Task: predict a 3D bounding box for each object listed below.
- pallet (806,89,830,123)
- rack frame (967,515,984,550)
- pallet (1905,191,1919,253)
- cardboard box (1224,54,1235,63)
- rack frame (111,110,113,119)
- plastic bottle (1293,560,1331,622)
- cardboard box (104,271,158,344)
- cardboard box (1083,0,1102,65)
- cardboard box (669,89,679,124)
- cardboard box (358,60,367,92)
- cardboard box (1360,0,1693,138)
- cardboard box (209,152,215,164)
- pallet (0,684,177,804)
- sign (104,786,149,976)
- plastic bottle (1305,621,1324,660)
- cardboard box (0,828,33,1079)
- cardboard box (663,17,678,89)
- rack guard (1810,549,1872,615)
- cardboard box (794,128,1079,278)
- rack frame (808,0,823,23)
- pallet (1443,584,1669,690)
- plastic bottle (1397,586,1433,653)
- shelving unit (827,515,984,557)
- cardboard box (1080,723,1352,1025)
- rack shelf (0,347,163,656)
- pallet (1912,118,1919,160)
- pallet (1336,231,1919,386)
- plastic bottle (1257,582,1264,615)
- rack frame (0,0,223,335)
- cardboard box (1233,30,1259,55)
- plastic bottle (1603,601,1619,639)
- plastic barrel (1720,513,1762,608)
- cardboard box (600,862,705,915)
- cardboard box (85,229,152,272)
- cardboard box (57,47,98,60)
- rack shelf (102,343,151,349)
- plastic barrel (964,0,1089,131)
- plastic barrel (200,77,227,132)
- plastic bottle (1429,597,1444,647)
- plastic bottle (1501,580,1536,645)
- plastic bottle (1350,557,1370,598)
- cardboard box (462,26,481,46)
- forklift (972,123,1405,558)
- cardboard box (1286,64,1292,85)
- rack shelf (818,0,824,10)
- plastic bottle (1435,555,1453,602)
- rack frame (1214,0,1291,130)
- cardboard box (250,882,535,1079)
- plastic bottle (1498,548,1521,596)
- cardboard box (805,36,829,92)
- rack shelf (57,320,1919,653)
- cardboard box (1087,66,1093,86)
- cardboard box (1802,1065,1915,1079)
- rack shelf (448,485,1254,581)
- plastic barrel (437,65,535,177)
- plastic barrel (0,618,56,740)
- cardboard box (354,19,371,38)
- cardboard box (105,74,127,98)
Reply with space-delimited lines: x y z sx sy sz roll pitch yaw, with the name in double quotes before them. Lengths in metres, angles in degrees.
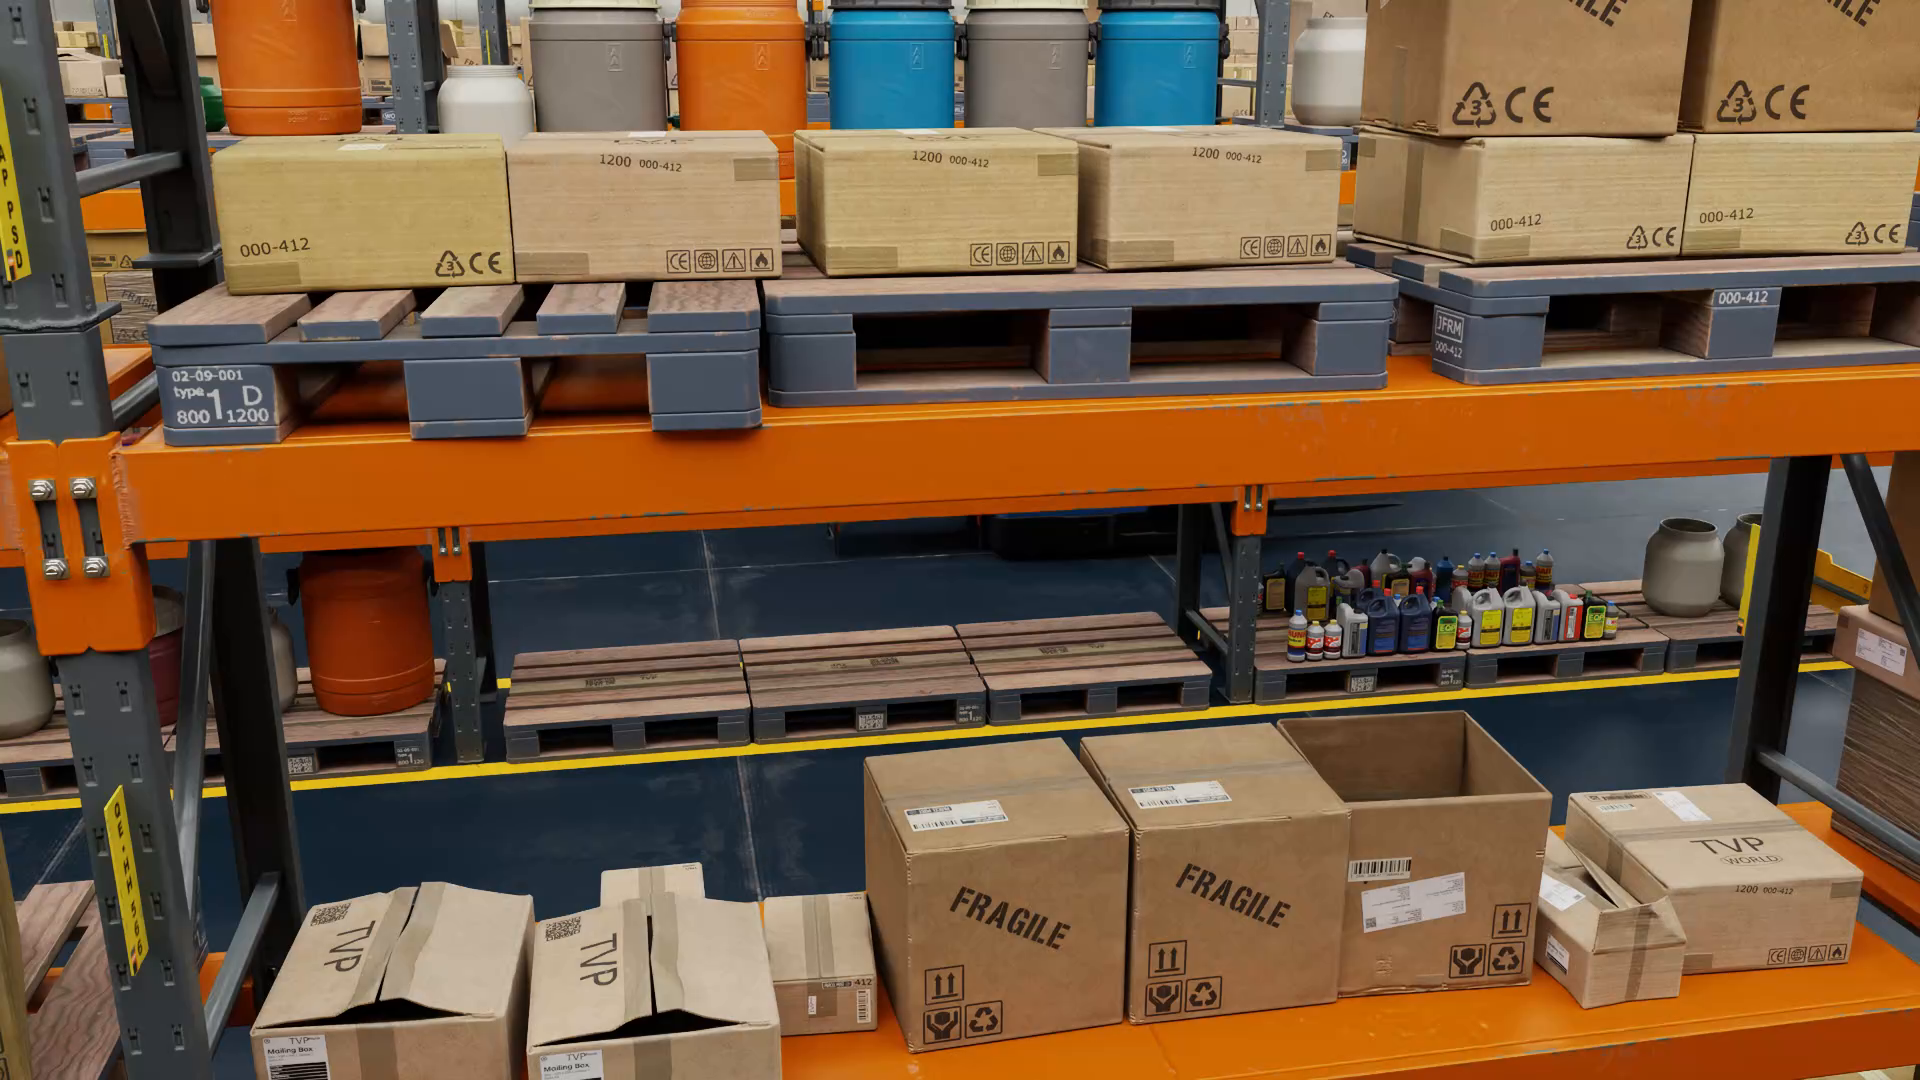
"pallet" -1.166 -3.403 12.993 1.003 0.211 1.213 -3 17 -10
"rack frame" 0.108 -0.543 11.665 0.032 1.125 0.500 -3 17 -10
"pallet" 3.186 -0.712 4.062 1.213 0.211 1.003 -3 17 -10
"cardboard box" 2.802 -5.197 18.058 0.250 0.149 0.380 -3 17 -10
"rack frame" -8.218 -3.111 16.832 0.127 3.000 1.000 -3 17 -10
"plastic bottle" 2.023 0.285 9.537 0.185 0.351 0.144 -3 17 -10
"cardboard box" -5.893 -1.733 12.175 0.500 0.500 0.500 -4 17 -12
"cardboard box" 0.872 -4.083 13.358 0.500 0.500 0.500 -4 17 -12
"cardboard box" -1.933 -3.273 12.506 0.500 0.250 0.500 -3 17 -9
"cardboard box" -5.784 -4.652 16.570 0.500 0.500 0.500 -3 17 -10
"cardboard box" 1.186 -1.125 3.521 0.500 0.500 0.500 -2 17 -5
"cardboard box" -9.668 -4.952 20.953 0.500 0.500 0.500 -3 17 -11
"pallet" -4.471 0.985 8.244 1.213 0.211 1.003 -3 17 -10
"sign" -1.461 0.598 2.919 0.005 0.325 0.100 -3 17 -10
"plastic bottle" 1.913 0.537 8.971 0.097 0.201 0.097 0 17 0
"cardboard box" -2.171 0.777 3.289 0.500 0.500 0.700 -10 20 -29
"cardboard box" -1.948 -3.628 12.385 0.500 0.500 0.500 -4 17 -12
"rack guard" 5.279 0.297 9.995 0.348 0.500 1.175 -3 17 -10
"cardboard box" -0.064 -0.710 3.445 0.500 0.250 0.500 -4 17 -12
"rack frame" -2.347 -9.276 26.687 0.127 3.000 1.000 -3 17 -10
"pallet" 3.285 0.545 9.677 1.213 0.211 1.003 -3 17 -10
"plastic bottle" 2.474 0.427 9.076 0.185 0.351 0.144 -4 18 -13
"shelving unit" -0.392 -0.518 11.581 1.048 1.125 0.538 -3 17 -10
"cardboard box" 0.588 0.782 3.986 0.500 0.500 0.500 -3 17 -10
"rack shelf" -3.537 -0.021 2.888 4.000 0.370 1.077 -3 17 -10
"pallet" 4.514 -2.242 9.215 1.213 0.211 1.003 -3 17 -10
"pallet" 1.490 -0.555 3.726 1.217 0.209 0.805 -4 18 -13
"plastic bottle" 1.715 0.324 9.665 0.097 0.201 0.097 0 17 0
"rack frame" -1.574 -1.910 2.704 0.127 3.000 1.000 -3 17 -10
"cardboard box" 3.136 -5.425 18.118 0.500 0.250 0.500 -3 17 -10
"plastic bottle" 3.625 0.440 9.287 0.097 0.201 0.097 0 17 0
"plastic barrel" 4.713 0.131 9.798 0.421 0.512 0.421 0 17 0
"cardboard box" -0.743 0.948 4.044 0.250 0.149 0.380 -3 17 -10
"cardboard box" -6.075 -2.276 12.233 0.637 0.503 0.797 -3 17 -10
"cardboard box" -8.623 -4.613 16.018 0.500 0.250 0.500 -4 18 -13
"rack shelf" -5.413 -1.443 12.626 4.000 0.370 1.077 -3 17 -10
"plastic barrel" 0.317 -2.240 8.032 0.600 0.901 0.600 0 17 0
"plastic barrel" -3.594 -2.038 7.779 0.294 0.245 0.294 0 17 0
"plastic bottle" 2.612 0.446 9.149 0.097 0.271 0.097 0 17 0
"plastic bottle" 3.074 0.393 9.187 0.185 0.351 0.144 -3 17 -8
"plastic bottle" 2.336 0.244 9.785 0.133 0.283 0.061 -2 17 -7
"cardboard box" -6.265 -6.328 21.310 0.500 0.500 0.700 -4 18 -13
"forklift" 1.639 -1.471 11.608 3.031 2.935 1.130 -3 17 -10
"cardboard box" 2.635 -3.719 13.279 0.250 0.149 0.380 -4 18 -13
"rack shelf" -0.384 -8.853 27.214 4.000 0.370 1.077 -3 17 -10
"plastic bottle" 2.872 0.225 9.868 0.097 0.271 0.097 0 17 0
"rack frame" 1.418 -3.561 8.079 0.127 3.000 1.000 -3 17 -10
"cardboard box" -1.208 0.993 3.623 0.500 0.311 0.500 -2 17 -7
"plastic bottle" 3.280 0.191 9.960 0.133 0.283 0.061 -3 17 -10
"cardboard box" -0.927 -3.755 12.928 0.637 0.503 0.797 -3 17 -8
"rack shelf" 0.390 -0.244 3.613 4.000 0.370 1.077 -3 17 -10
"cardboard box" 0.856 -3.603 12.902 0.250 0.149 0.380 -4 17 -12
"cardboard box" 2.768 1.760 4.942 0.500 0.250 0.500 -3 17 -10
"rack shelf" -0.546 -0.238 8.703 4.000 0.370 1.077 -3 17 -10
"plastic barrel" -2.147 -1.887 7.547 0.421 0.512 0.421 0 17 0
"plastic barrel" -4.633 0.670 8.043 0.421 0.512 0.421 0 17 0
"cardboard box" -5.898 -5.006 16.420 0.258 0.266 0.396 -3 17 -10
"cardboard box" -5.886 -3.230 11.822 0.250 0.149 0.380 -4 18 -13
